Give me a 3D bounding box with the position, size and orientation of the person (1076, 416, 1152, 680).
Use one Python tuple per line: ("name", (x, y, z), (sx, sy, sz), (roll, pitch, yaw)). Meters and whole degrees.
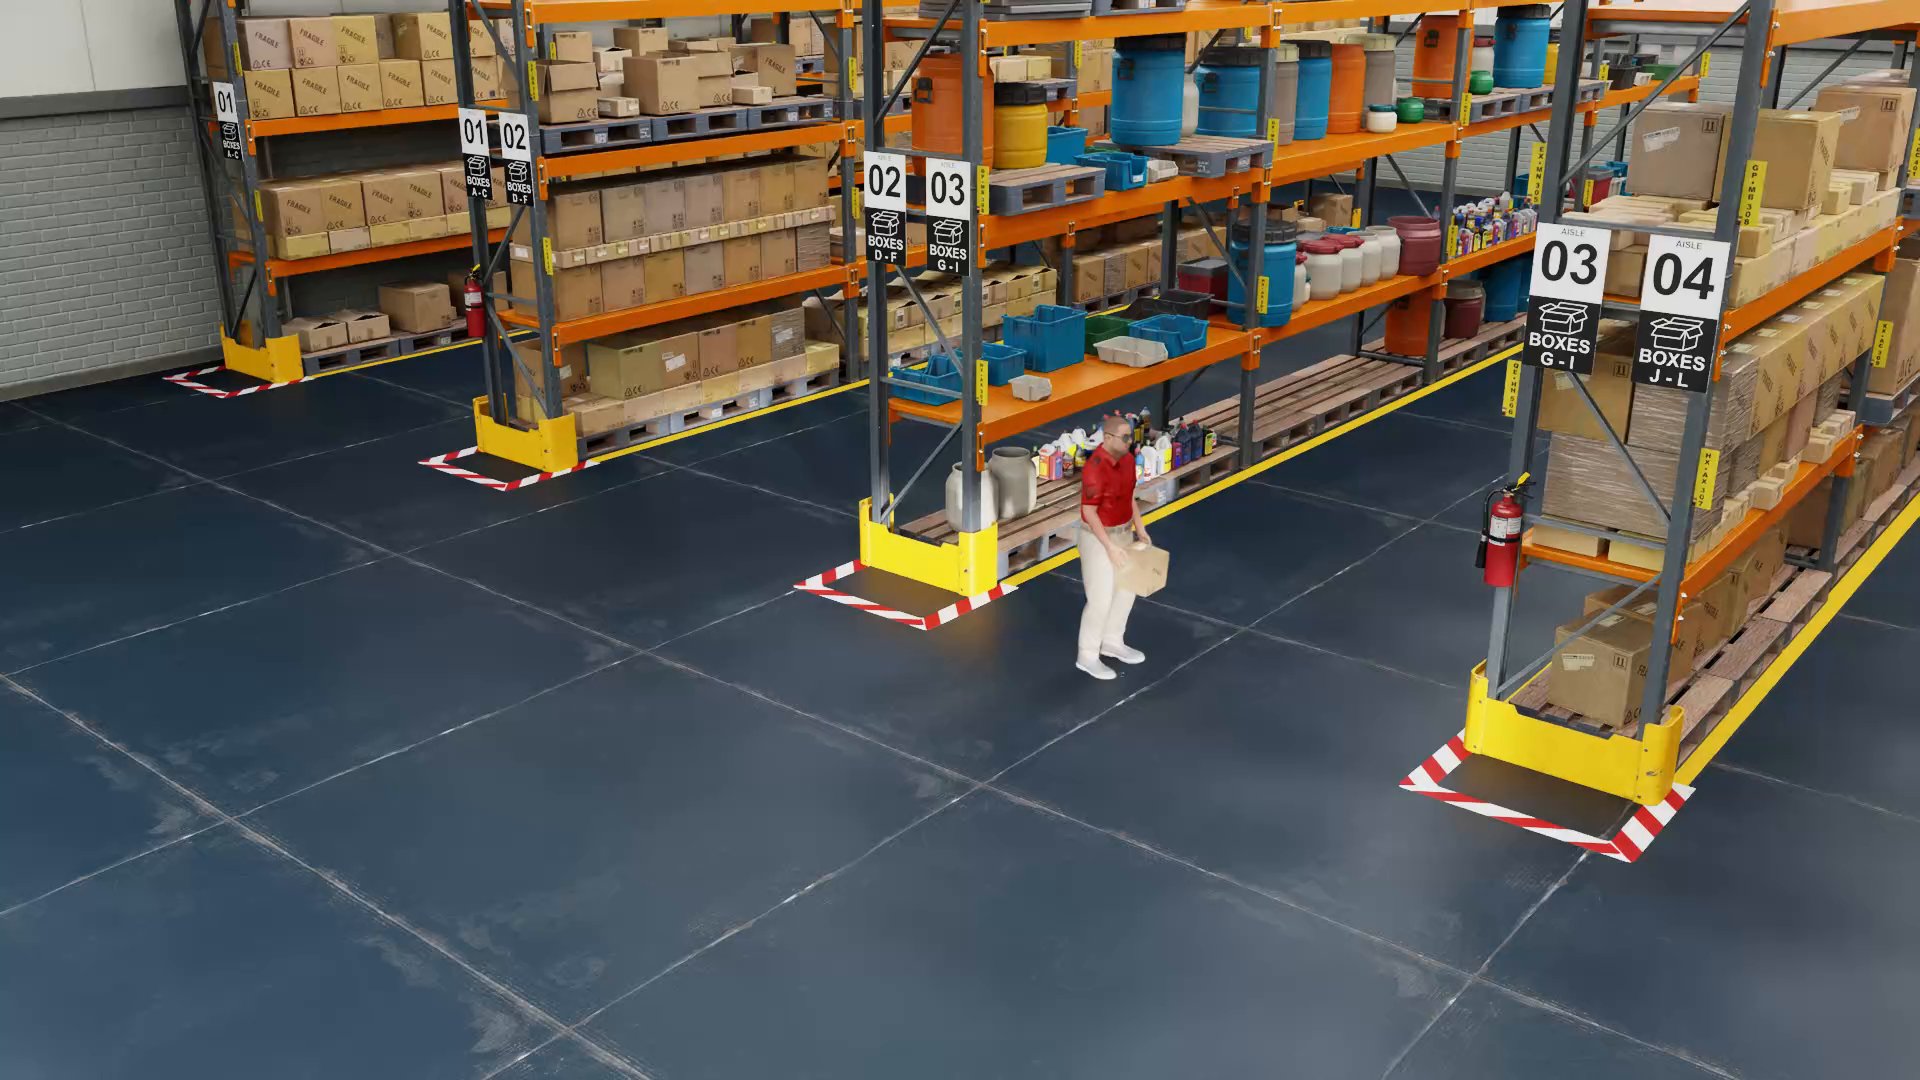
("person", (1.015, 0.023, 11.024), (0.418, 1.733, 0.543), (15, 25, 36))
